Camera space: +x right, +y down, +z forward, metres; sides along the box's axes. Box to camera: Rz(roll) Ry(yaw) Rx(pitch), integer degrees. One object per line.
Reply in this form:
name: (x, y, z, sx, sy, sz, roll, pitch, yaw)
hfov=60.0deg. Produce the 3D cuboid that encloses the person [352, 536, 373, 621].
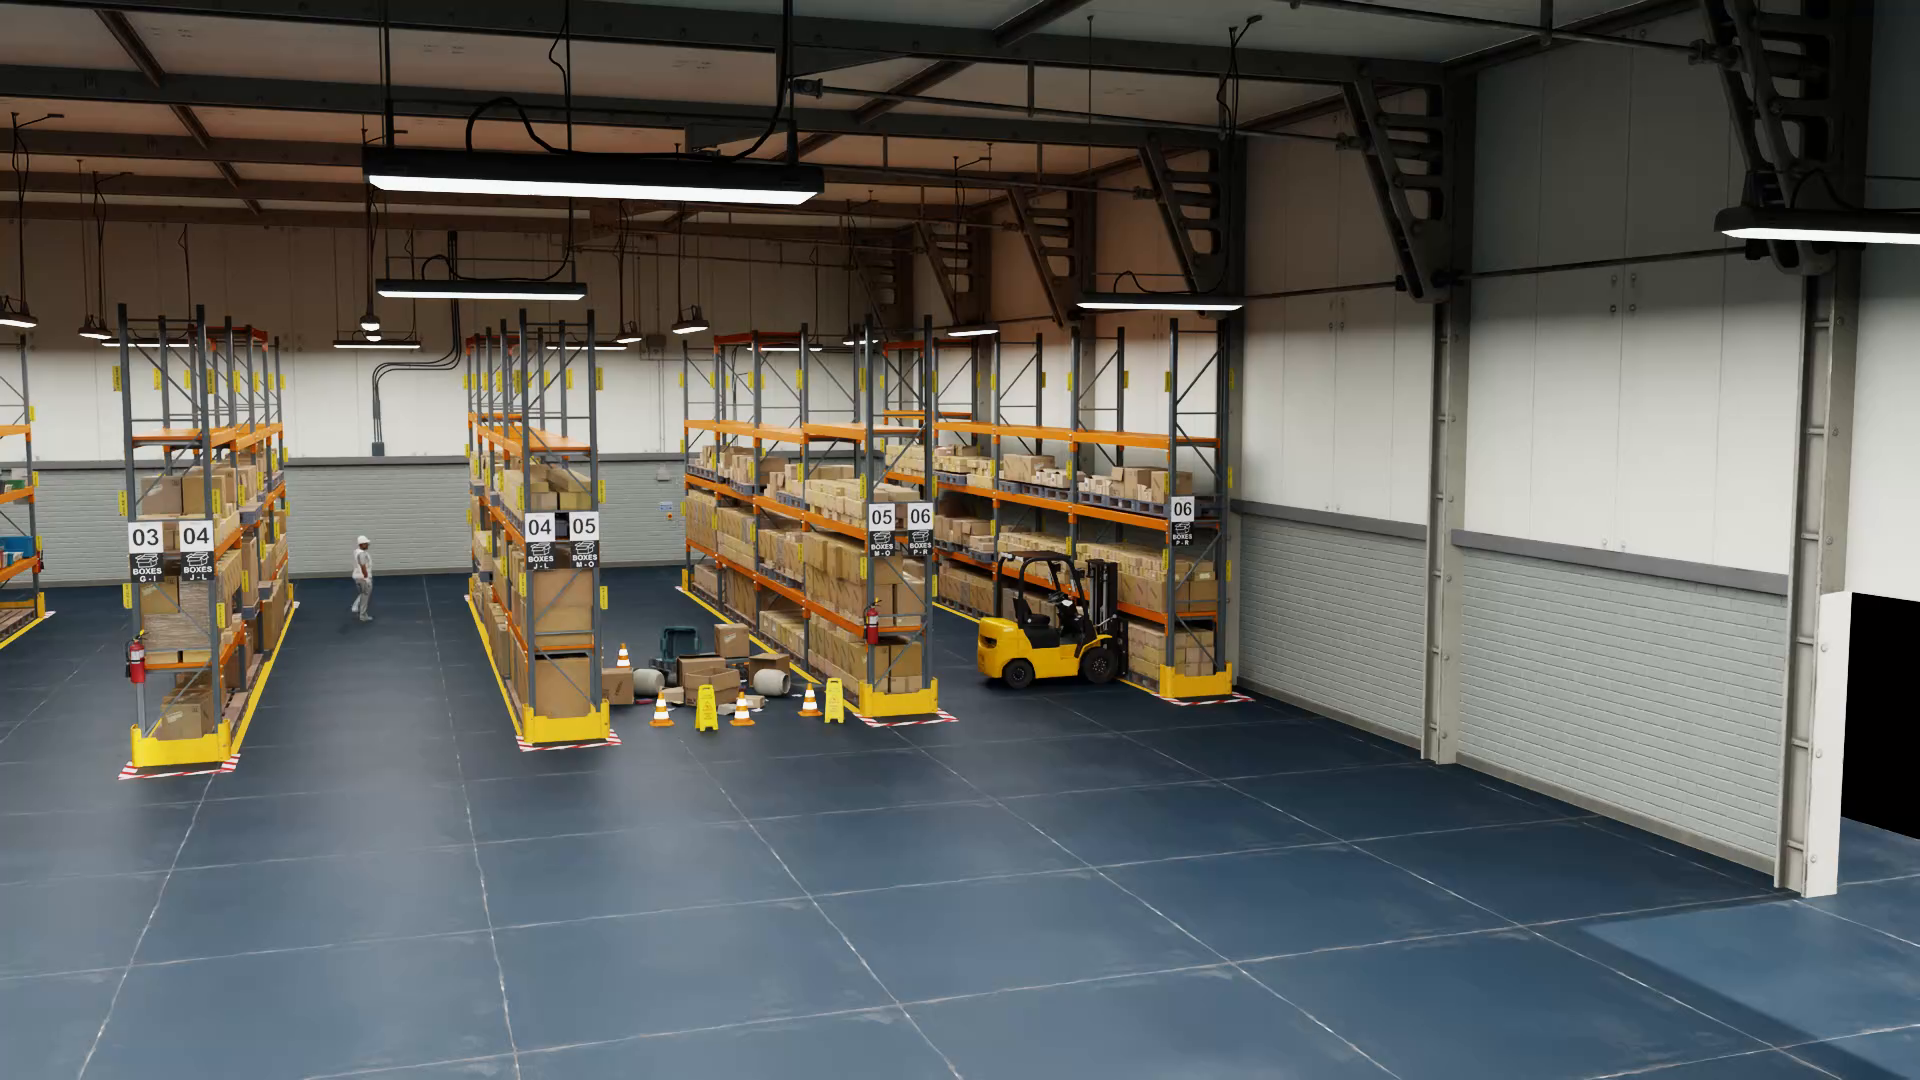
person: (-12.496, 0.798, 34.790, 0.552, 1.780, 0.470, 3, 6, 31)
